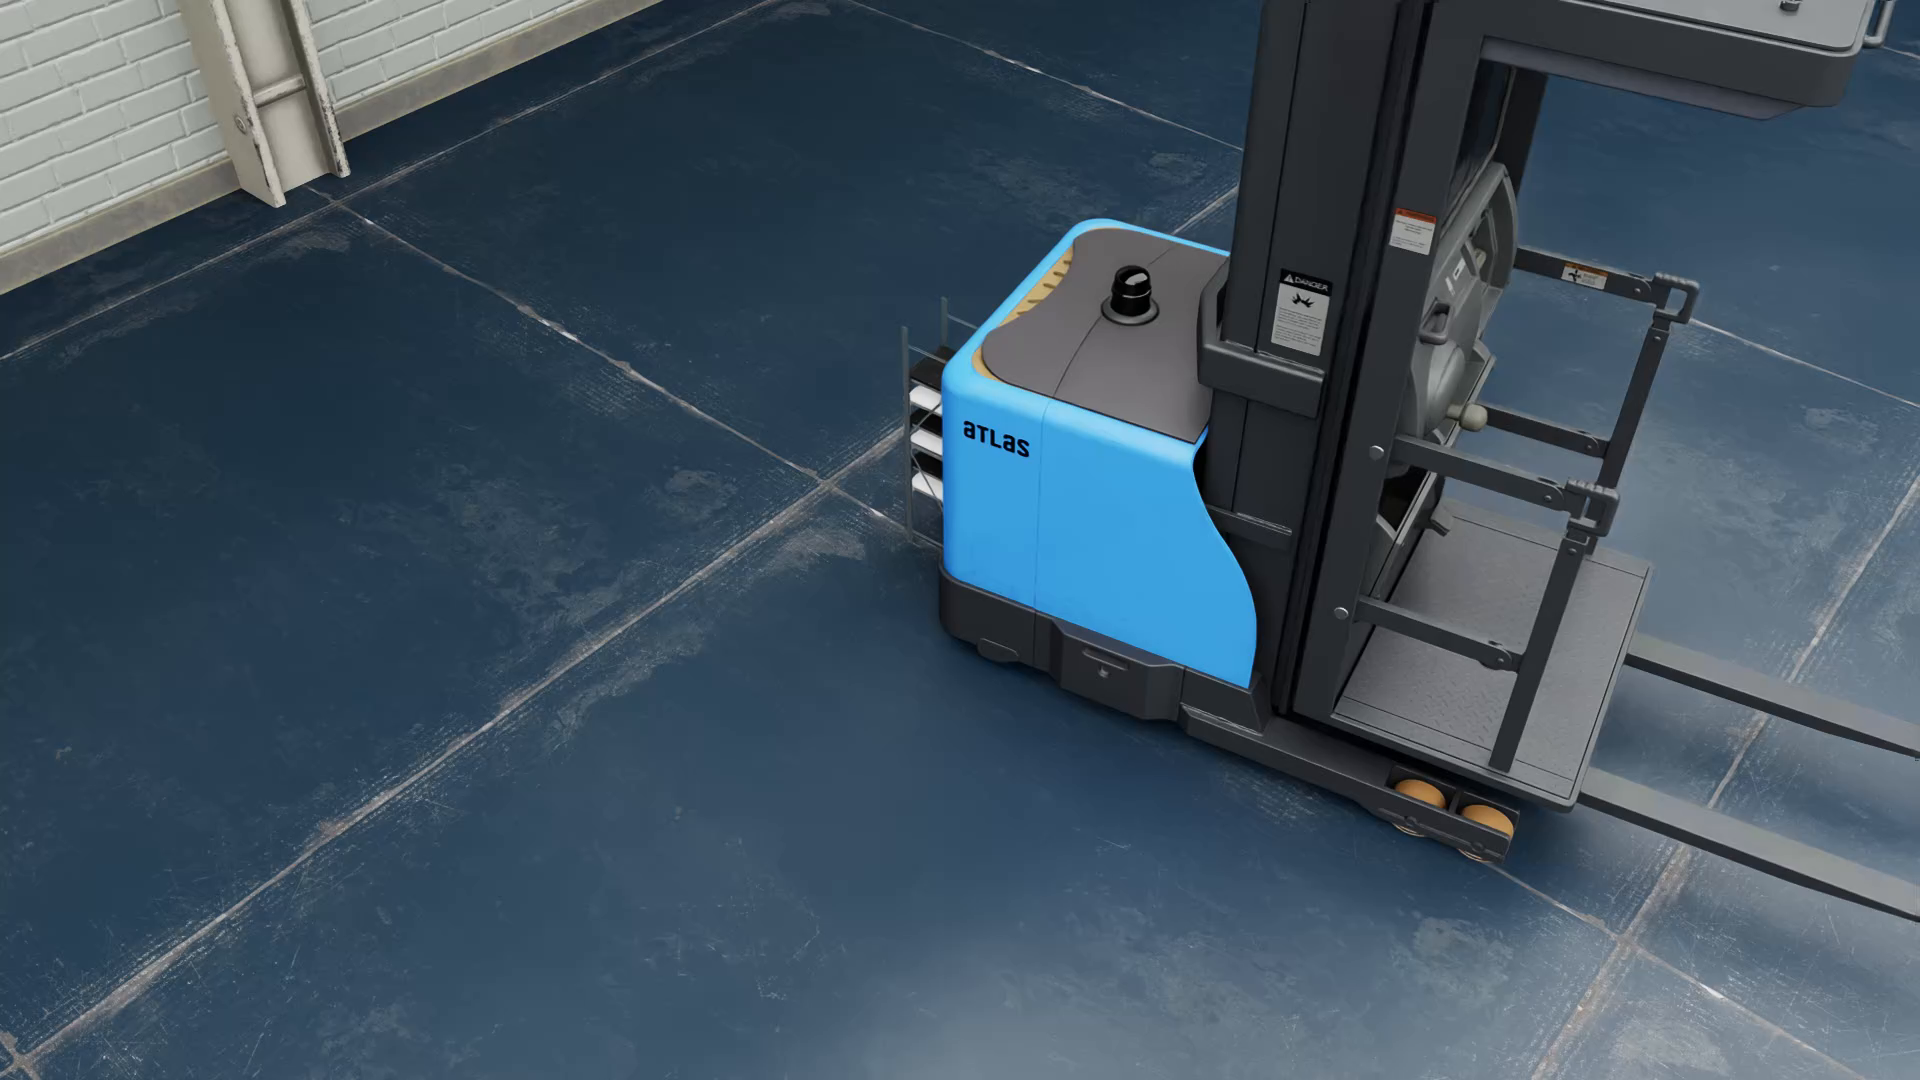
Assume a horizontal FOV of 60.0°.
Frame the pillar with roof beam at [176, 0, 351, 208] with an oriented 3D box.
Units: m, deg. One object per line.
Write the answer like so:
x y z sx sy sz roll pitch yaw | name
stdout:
0.274 -3.104 2.475 9.100 9.000 0.400 29 50 28 | pillar with roof beam

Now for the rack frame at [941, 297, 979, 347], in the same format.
0.039 -0.388 5.508 0.240 0.900 0.006 26 48 26 | rack frame

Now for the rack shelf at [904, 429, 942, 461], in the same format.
-0.021 -0.308 5.470 0.258 0.077 0.200 26 48 26 | rack shelf

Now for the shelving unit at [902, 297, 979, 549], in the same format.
-0.021 -0.333 5.447 0.258 0.900 0.210 26 48 26 | shelving unit

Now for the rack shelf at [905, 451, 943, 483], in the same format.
-0.021 -0.242 5.530 0.258 0.077 0.200 26 48 26 | rack shelf

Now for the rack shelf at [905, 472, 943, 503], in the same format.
-0.021 -0.175 5.591 0.258 0.077 0.200 26 48 26 | rack shelf

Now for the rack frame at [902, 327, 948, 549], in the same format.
-0.082 -0.278 5.387 0.240 0.900 0.006 26 48 26 | rack frame

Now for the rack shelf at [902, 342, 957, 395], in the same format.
-0.021 -0.508 5.288 0.258 0.077 0.200 26 48 26 | rack shelf

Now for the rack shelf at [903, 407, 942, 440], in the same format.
-0.021 -0.375 5.409 0.258 0.077 0.200 26 48 26 | rack shelf

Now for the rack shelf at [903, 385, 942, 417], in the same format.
-0.021 -0.441 5.348 0.258 0.077 0.200 26 48 26 | rack shelf

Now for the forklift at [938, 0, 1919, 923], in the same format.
1.476 -0.579 4.208 3.031 2.935 1.130 20 46 21 | forklift
